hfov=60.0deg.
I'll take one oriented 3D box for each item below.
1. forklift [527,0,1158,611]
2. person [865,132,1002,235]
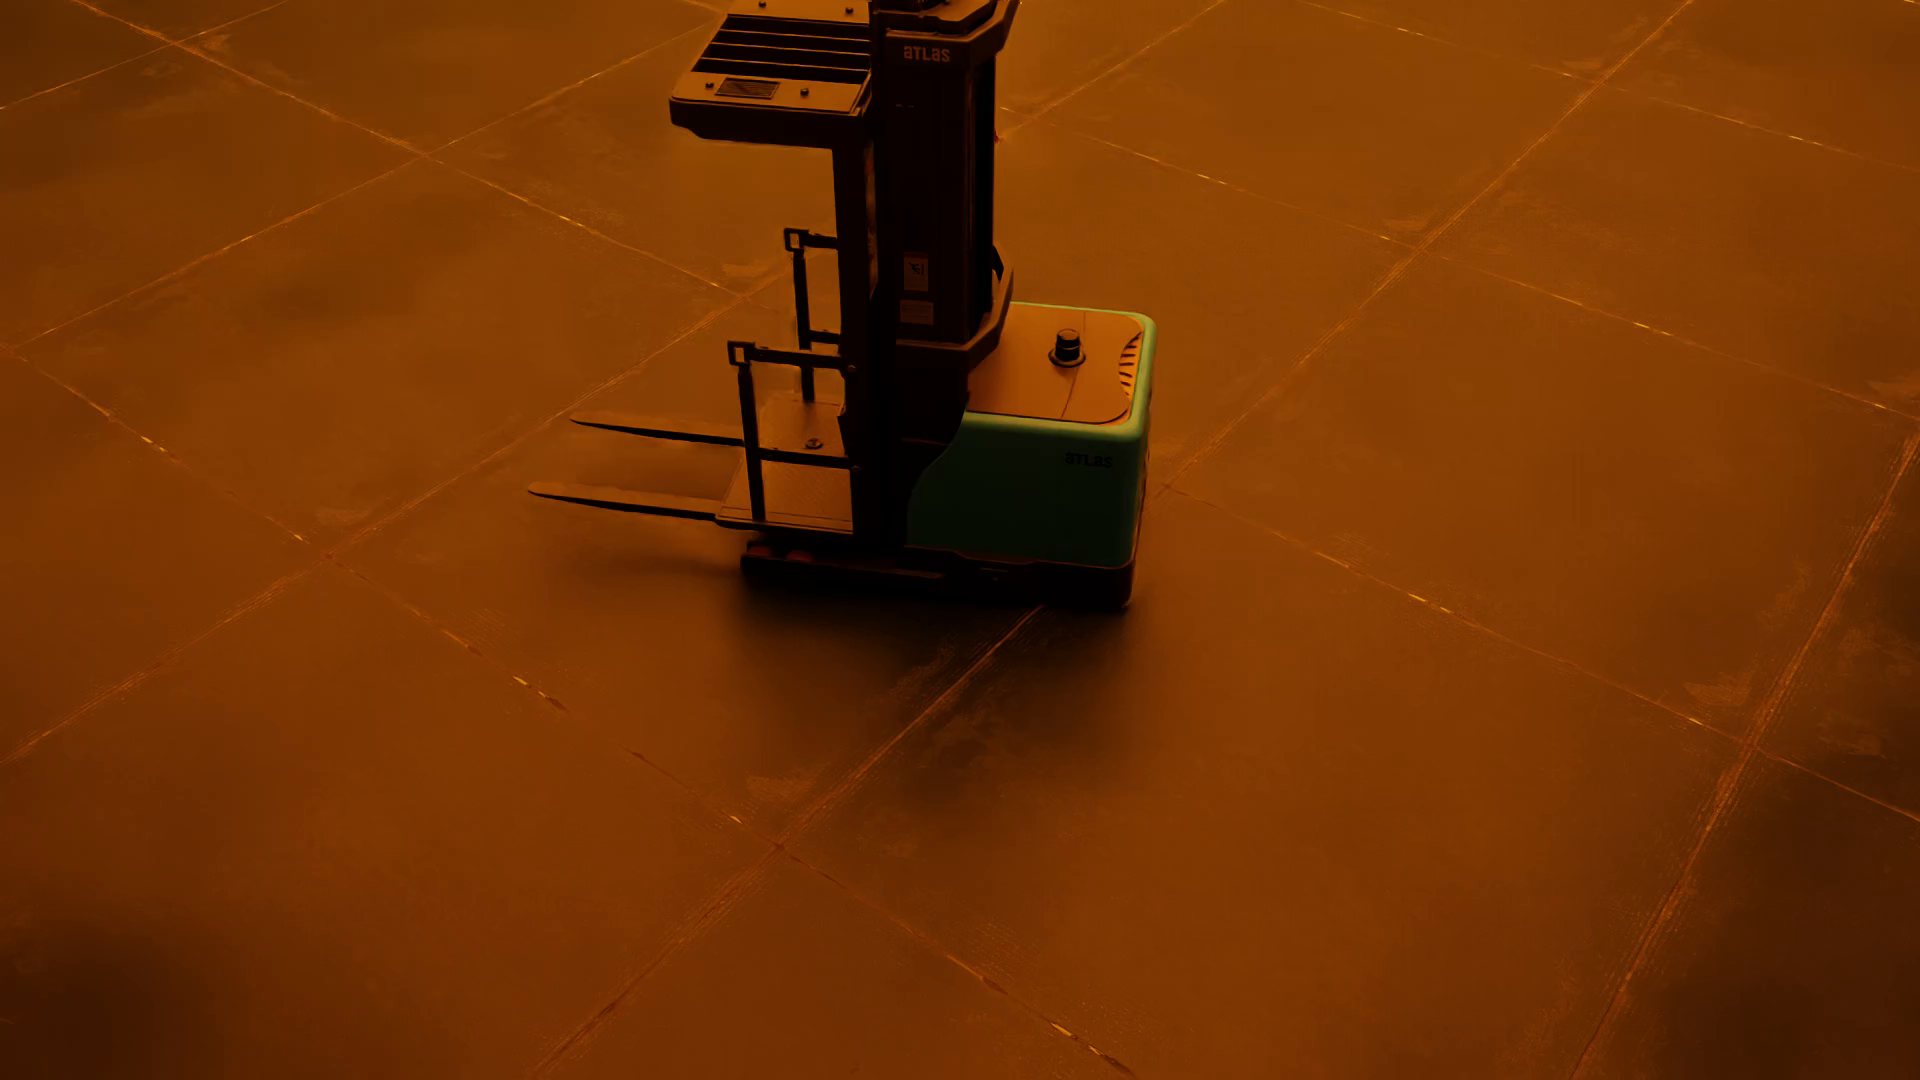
[{"bbox_3d":[-0.608,-1.236,7.524,3.031,2.935,1.130,6,41,7],"label":"forklift"},{"bbox_3d":[-0.161,-2.244,9.860,0.480,1.555,1.079,26,47,27],"label":"person"}]
